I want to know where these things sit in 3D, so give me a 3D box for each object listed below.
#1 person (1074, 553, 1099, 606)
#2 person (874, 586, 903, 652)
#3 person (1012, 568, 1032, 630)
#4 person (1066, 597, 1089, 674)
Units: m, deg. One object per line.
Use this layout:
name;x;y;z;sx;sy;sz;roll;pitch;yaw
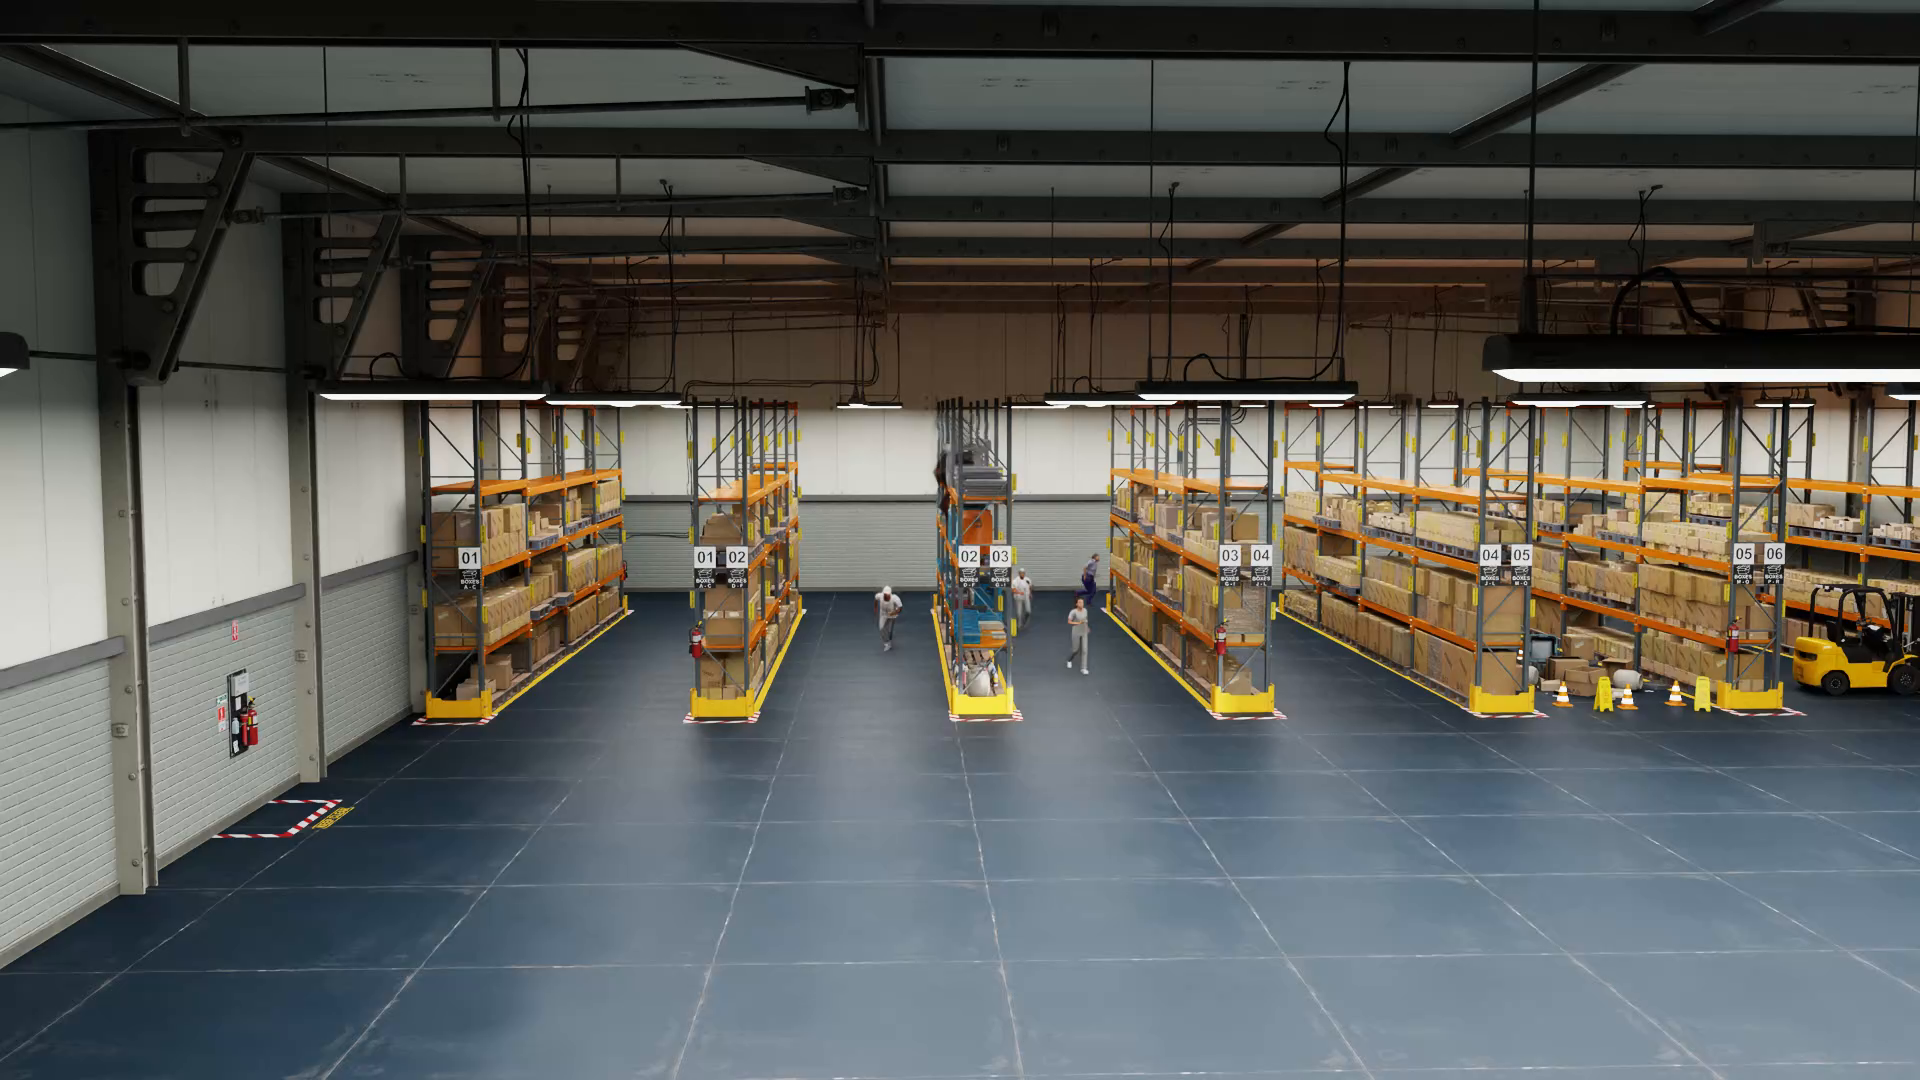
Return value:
person;3.754;1.173;49.078;0.744;1.594;0.602;1;5;15
person;-1.708;1.857;40.039;0.709;1.590;1.133;0;4;6
person;1.638;1.541;43.443;0.577;1.622;0.719;-1;5;-12
person;2.593;2.064;36.374;0.582;1.655;0.904;-2;5;-23
